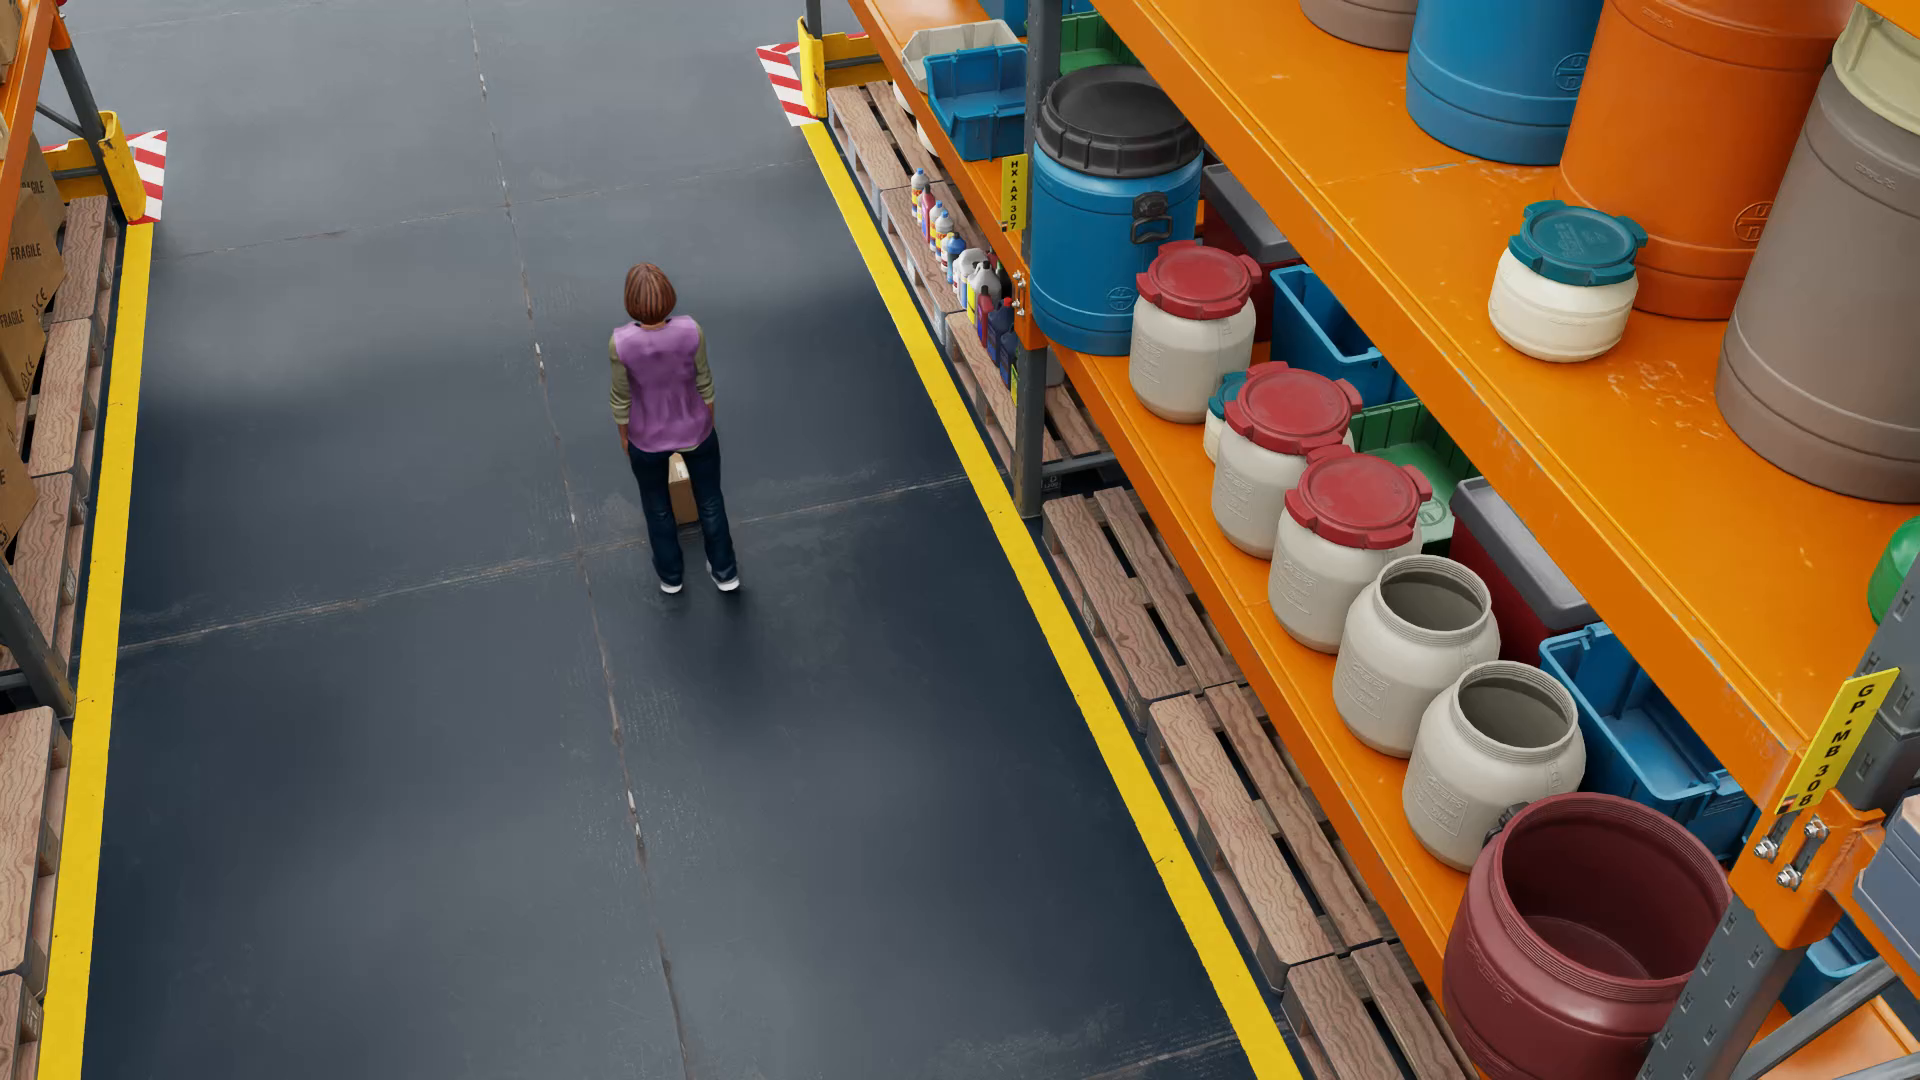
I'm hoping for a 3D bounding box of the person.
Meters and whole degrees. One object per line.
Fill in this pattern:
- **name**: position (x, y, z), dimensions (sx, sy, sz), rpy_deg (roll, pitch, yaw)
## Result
- **person**: position (-1.163, -0.408, 6.641), dimensions (0.409, 1.616, 0.349), rpy_deg (-11, 44, -12)
